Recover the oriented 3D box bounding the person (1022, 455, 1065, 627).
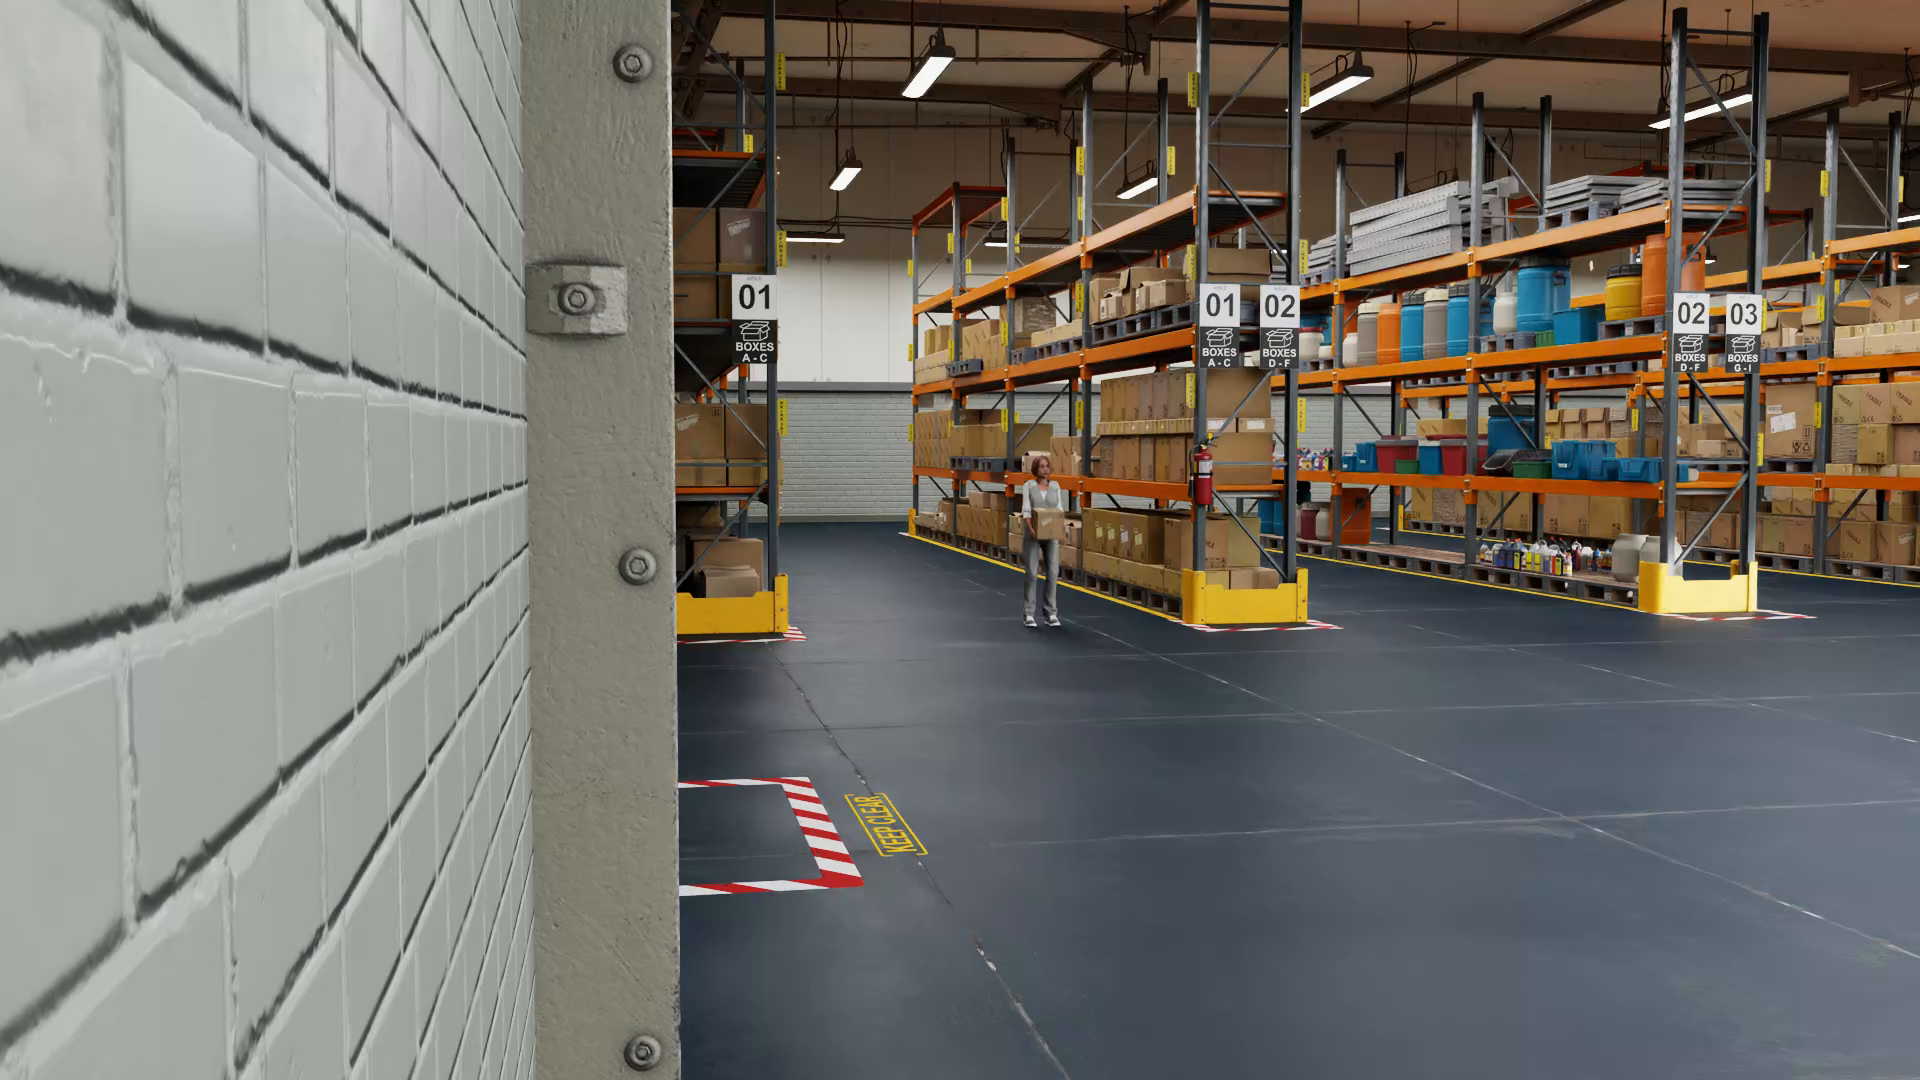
[{"bbox_3d":[0.775,0.011,15.423,0.406,1.588,0.495,-1,3,-11],"label":"person"}]
